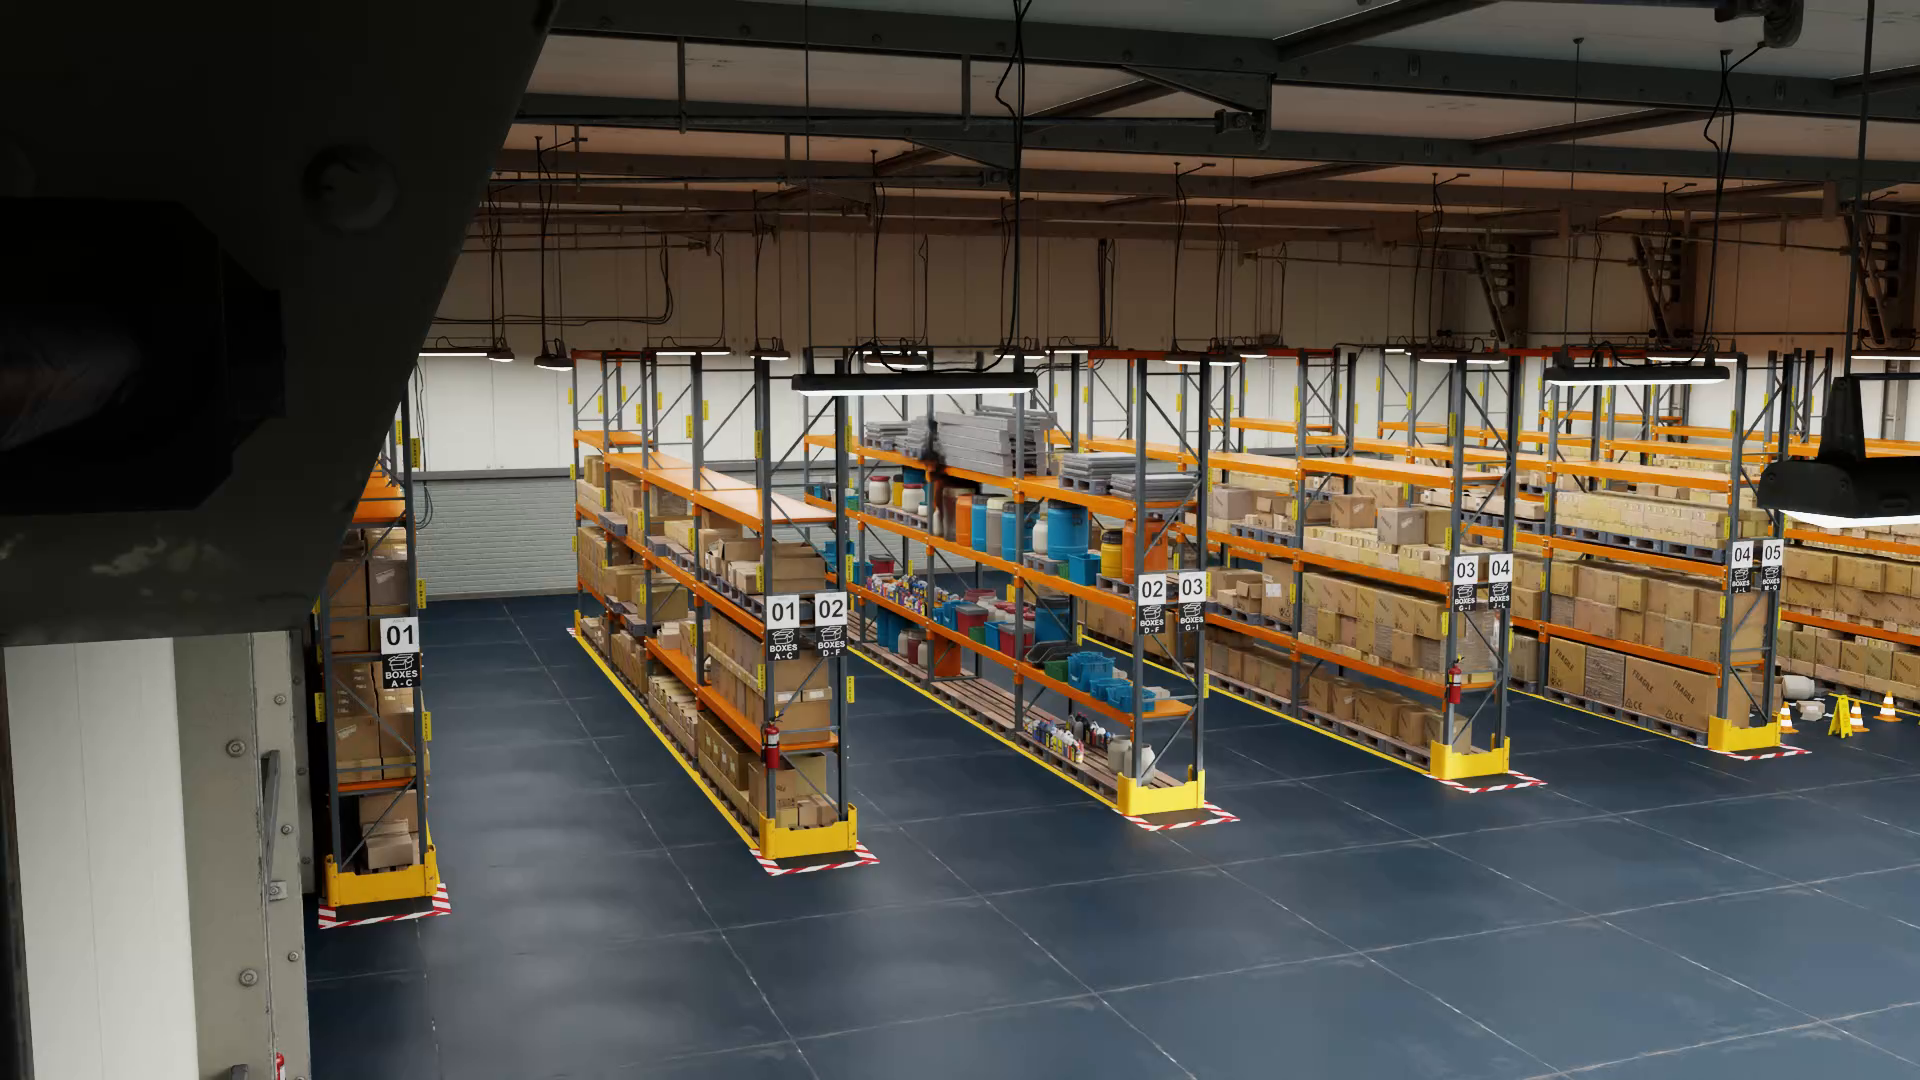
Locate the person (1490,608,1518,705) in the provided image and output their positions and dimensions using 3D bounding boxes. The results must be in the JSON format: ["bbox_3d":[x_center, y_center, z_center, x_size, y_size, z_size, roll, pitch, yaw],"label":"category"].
[{"bbox_3d":[9.267,1.956,28.533,0.699,1.739,0.714,-3,8,-25],"label":"person"}]

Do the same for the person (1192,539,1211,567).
[{"bbox_3d":[6.067,0.288,41.479,0.848,1.771,0.691,0,7,3],"label":"person"}]
